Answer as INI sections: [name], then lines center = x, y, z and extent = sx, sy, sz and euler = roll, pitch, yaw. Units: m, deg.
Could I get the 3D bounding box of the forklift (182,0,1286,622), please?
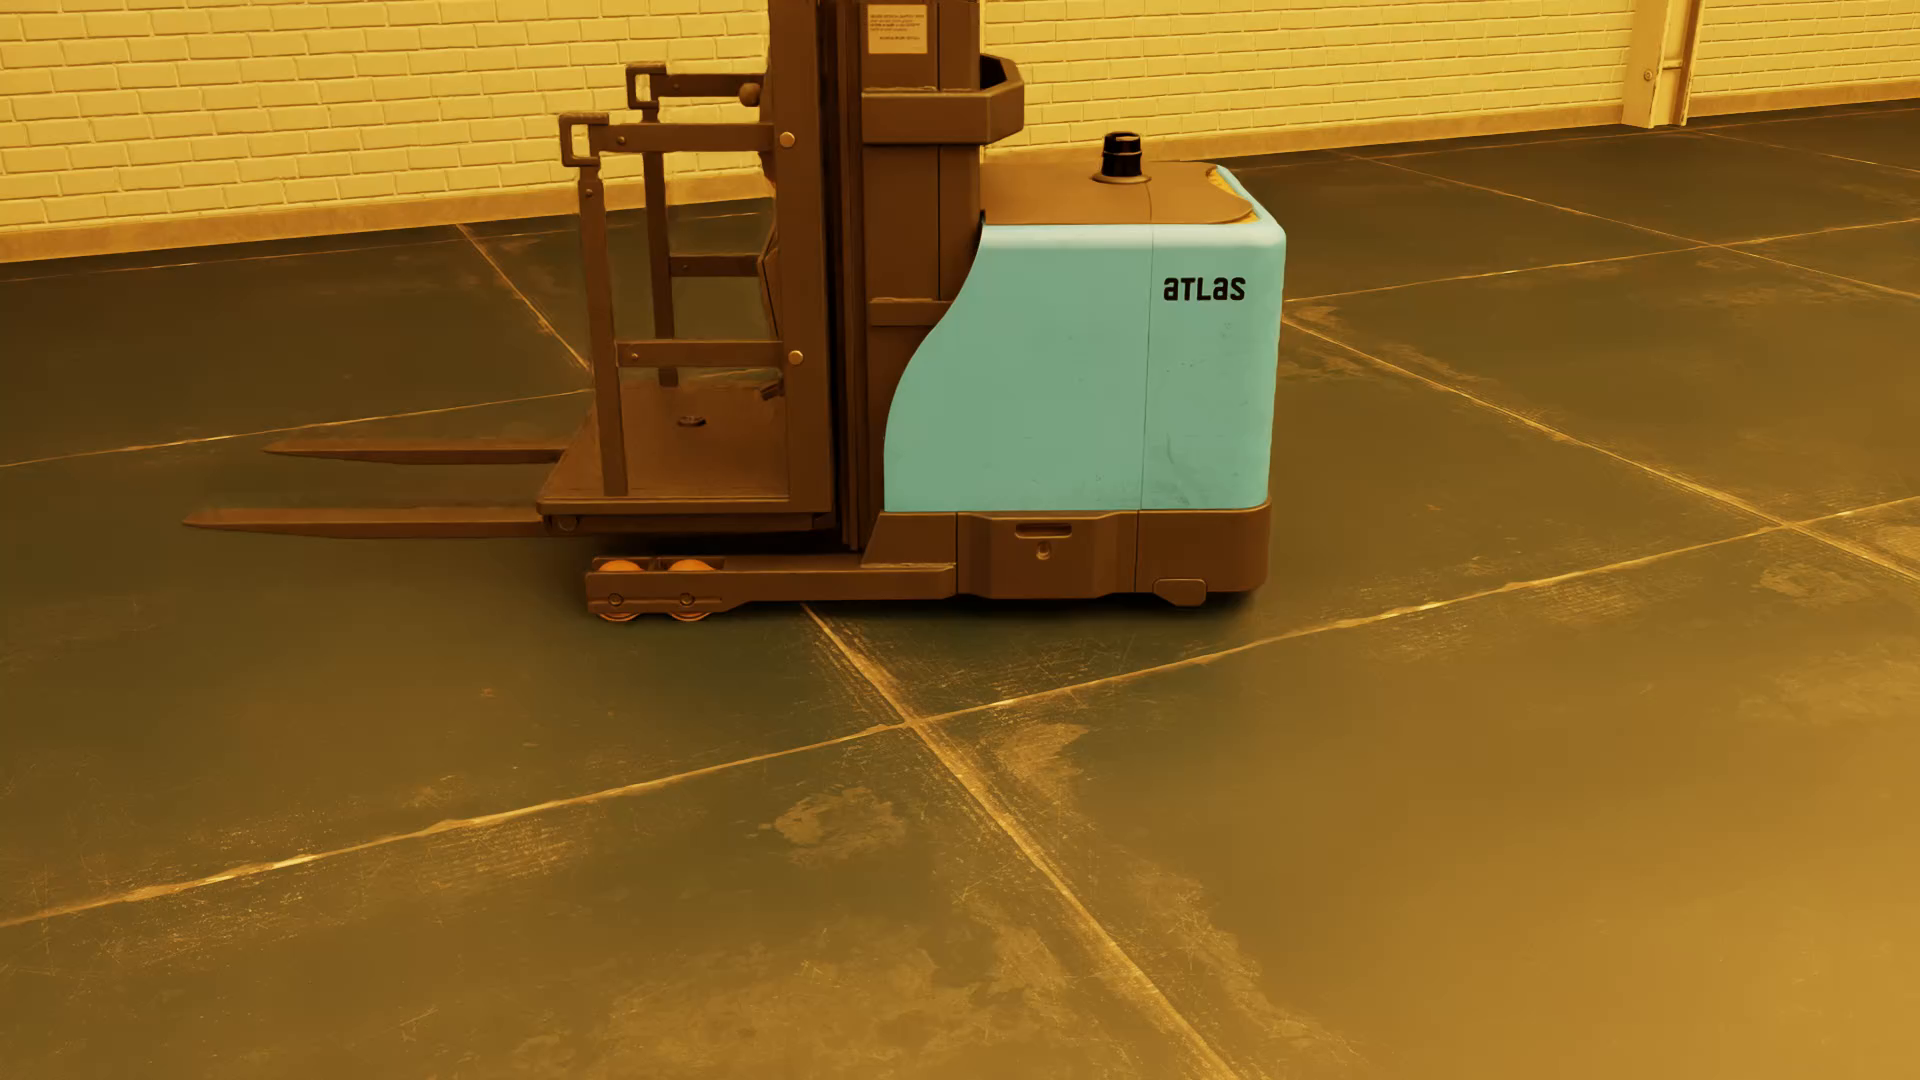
[forklift]
center = -0.666, -1.334, 4.497
extent = 3.031, 2.935, 1.130
euler = 0, 23, -1
